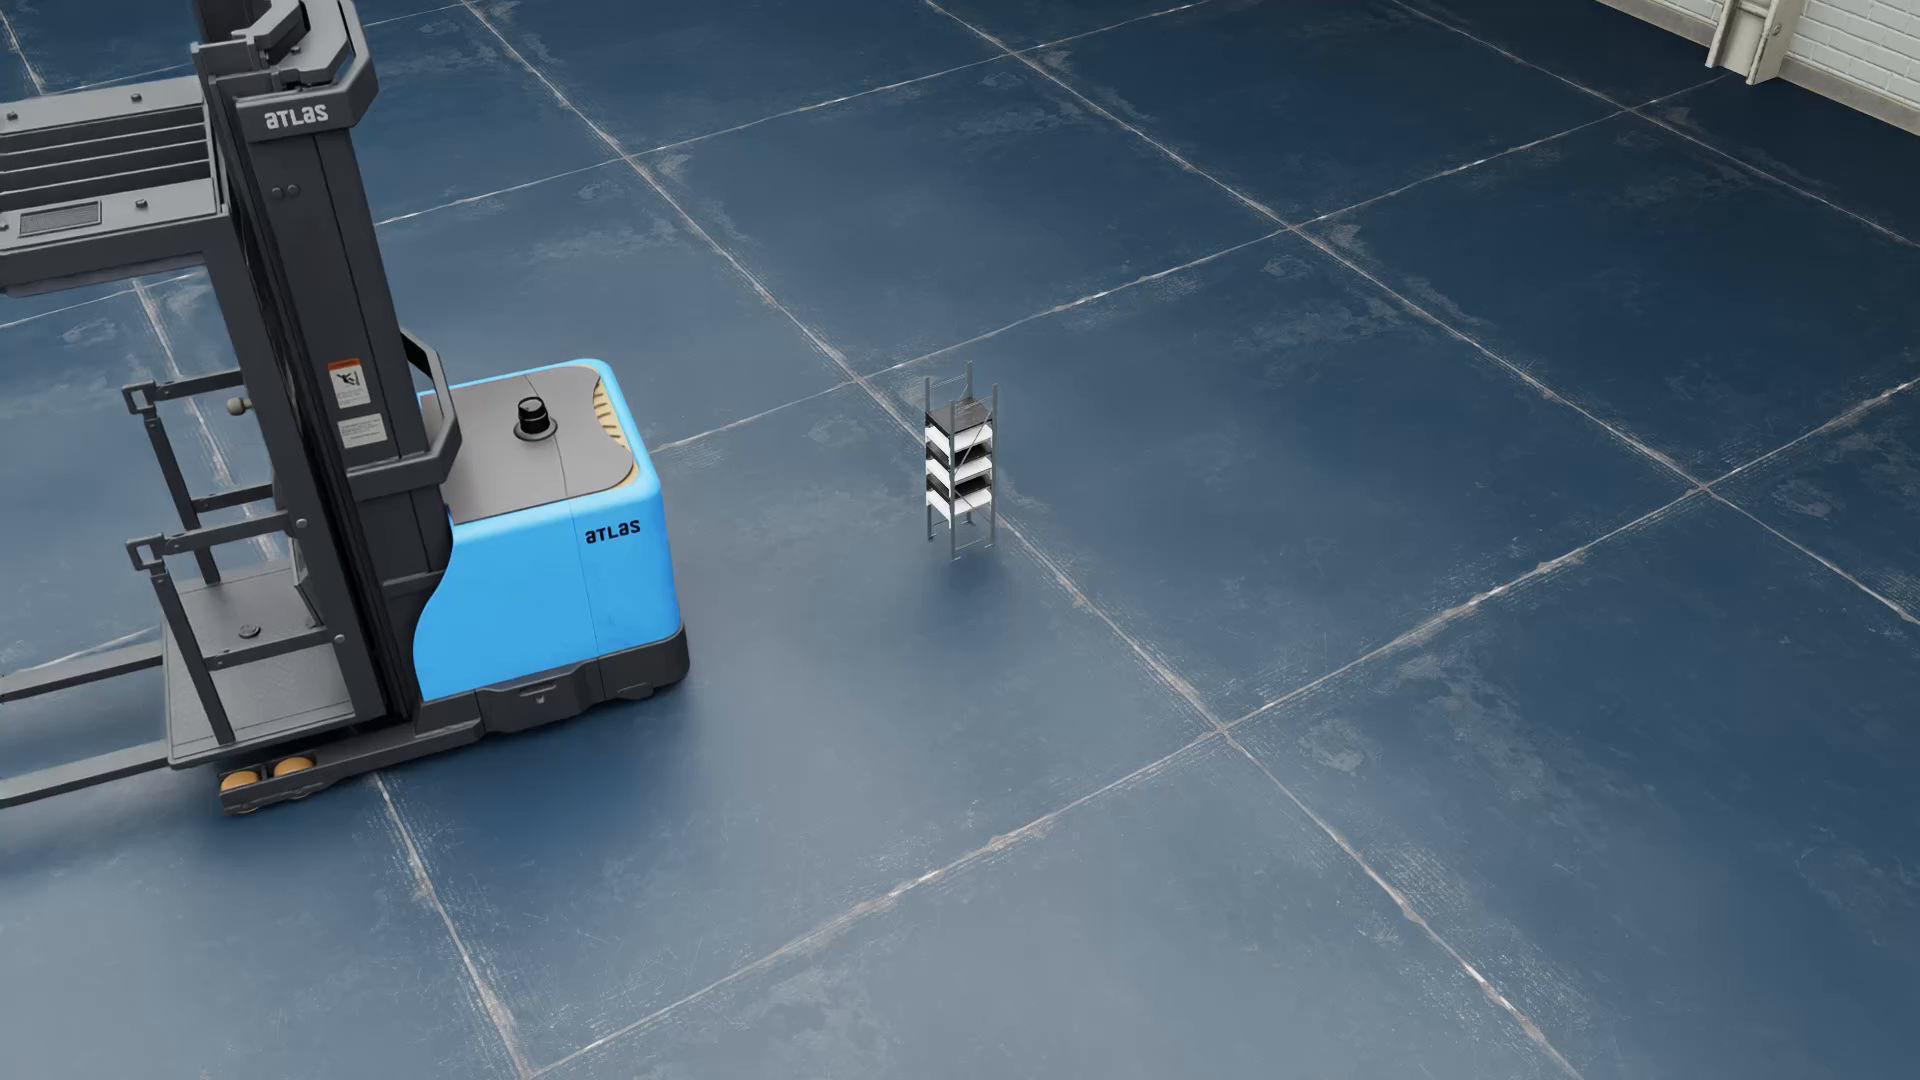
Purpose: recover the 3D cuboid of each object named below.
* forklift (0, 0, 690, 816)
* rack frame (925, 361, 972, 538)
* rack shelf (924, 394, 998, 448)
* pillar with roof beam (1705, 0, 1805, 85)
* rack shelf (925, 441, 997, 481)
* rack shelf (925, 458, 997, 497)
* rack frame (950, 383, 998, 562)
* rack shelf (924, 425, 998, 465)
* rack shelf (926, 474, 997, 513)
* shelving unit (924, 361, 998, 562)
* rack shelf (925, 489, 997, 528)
[{"bbox_3d":[-2.706,-0.449,5.999,3.031,2.935,1.130,-14,42,-17],"label":"forklift"},{"bbox_3d":[-0.050,-0.396,7.523,0.240,0.900,0.006,-22,45,-24],"label":"rack frame"},{"bbox_3d":[0.004,-0.523,7.305,0.258,0.077,0.200,-22,45,-24],"label":"rack shelf"},{"bbox_3d":[1.887,-5.290,7.068,9.100,9.000,0.400,-22,45,-24],"label":"pillar with roof beam"},{"bbox_3d":[0.004,-0.385,7.420,0.258,0.077,0.200,-22,45,-24],"label":"rack shelf"},{"bbox_3d":[0.004,-0.316,7.478,0.258,0.077,0.200,-22,45,-24],"label":"rack shelf"},{"bbox_3d":[0.059,-0.286,7.391,0.240,0.900,0.006,-22,45,-24],"label":"rack frame"},{"bbox_3d":[0.004,-0.454,7.363,0.258,0.077,0.200,-22,45,-24],"label":"rack shelf"},{"bbox_3d":[0.004,-0.247,7.536,0.258,0.077,0.200,-22,45,-24],"label":"rack shelf"},{"bbox_3d":[0.004,-0.341,7.457,0.258,0.900,0.210,-22,45,-24],"label":"shelving unit"},{"bbox_3d":[0.004,-0.177,7.593,0.258,0.077,0.200,-22,45,-24],"label":"rack shelf"}]
